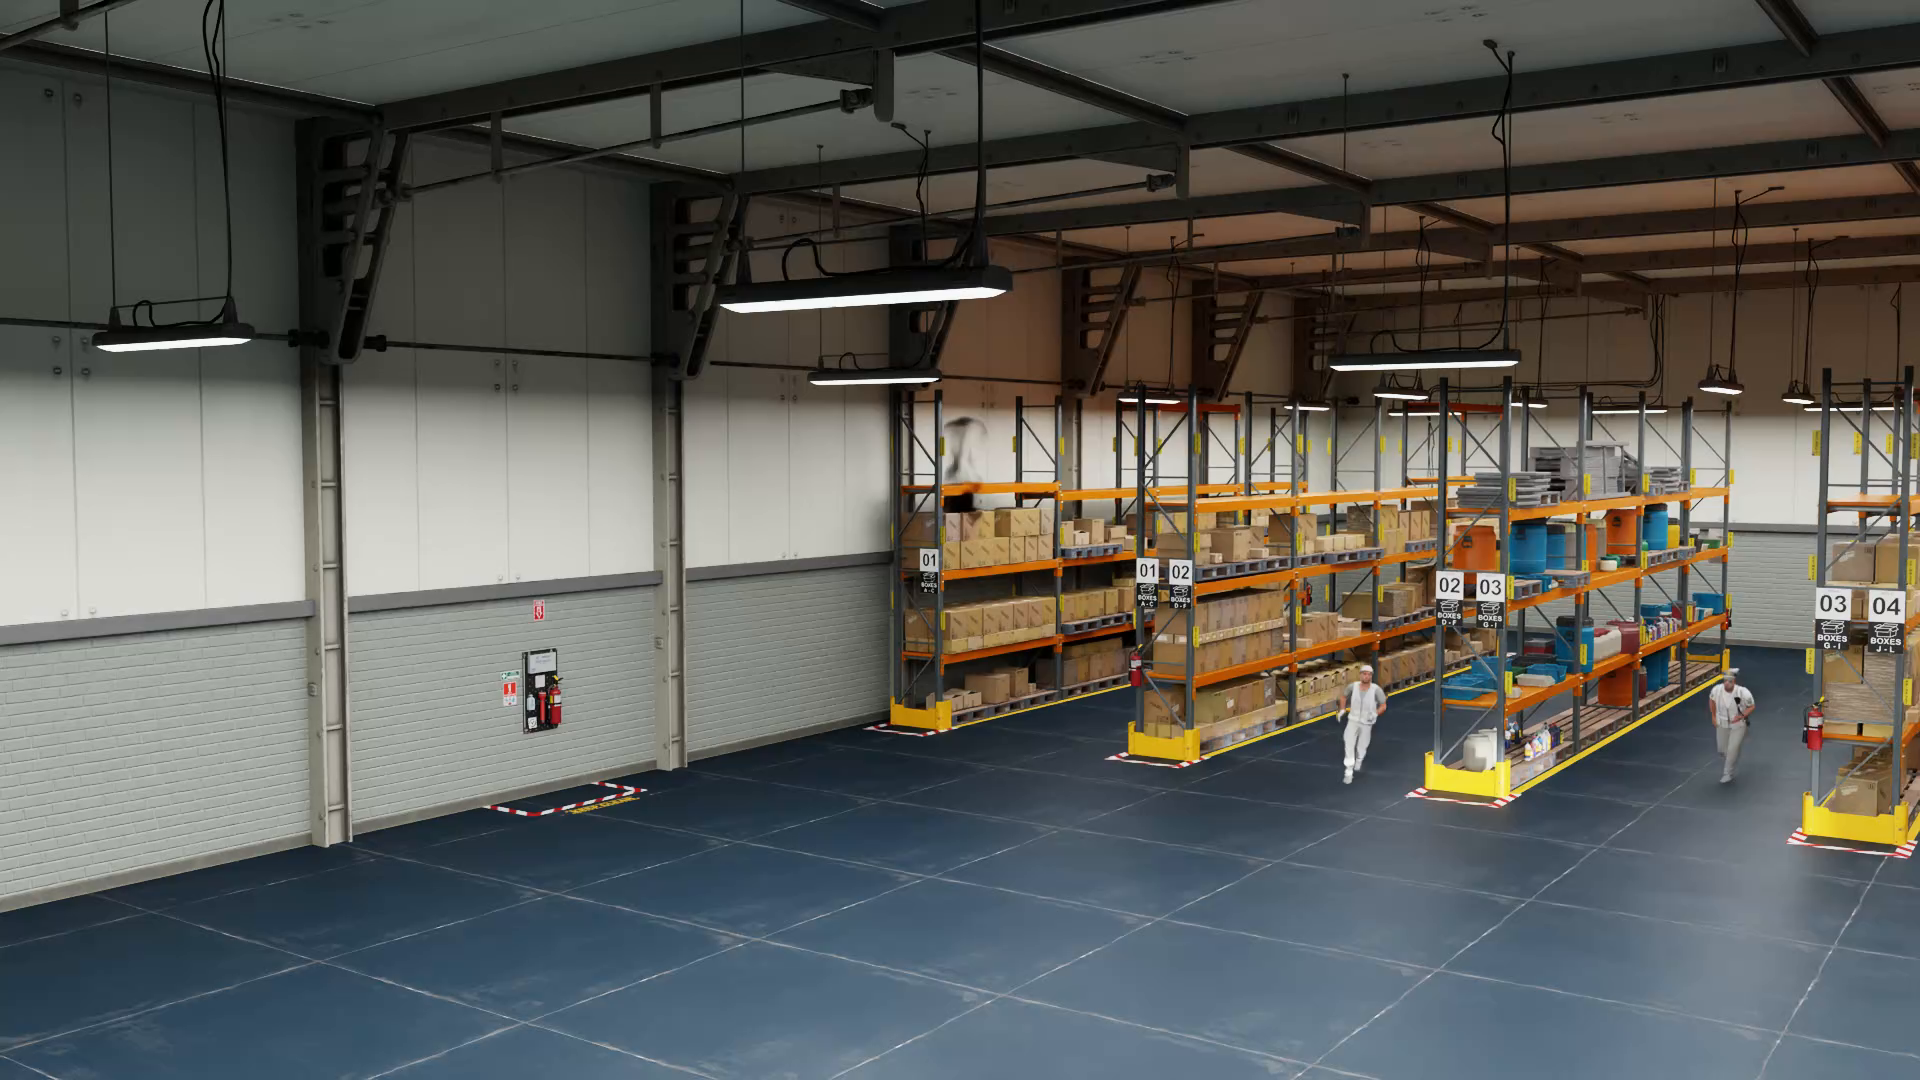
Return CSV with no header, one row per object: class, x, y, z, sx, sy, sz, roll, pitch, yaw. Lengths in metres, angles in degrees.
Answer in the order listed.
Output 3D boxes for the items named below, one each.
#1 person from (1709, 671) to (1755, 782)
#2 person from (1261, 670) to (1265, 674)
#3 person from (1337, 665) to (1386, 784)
person,11.573,2.780,24.928,0.658,1.697,0.770,2,4,35
person,6.518,2.149,36.129,0.587,1.633,0.583,2,4,31
person,6.023,2.747,24.914,0.703,1.763,0.809,1,3,21
